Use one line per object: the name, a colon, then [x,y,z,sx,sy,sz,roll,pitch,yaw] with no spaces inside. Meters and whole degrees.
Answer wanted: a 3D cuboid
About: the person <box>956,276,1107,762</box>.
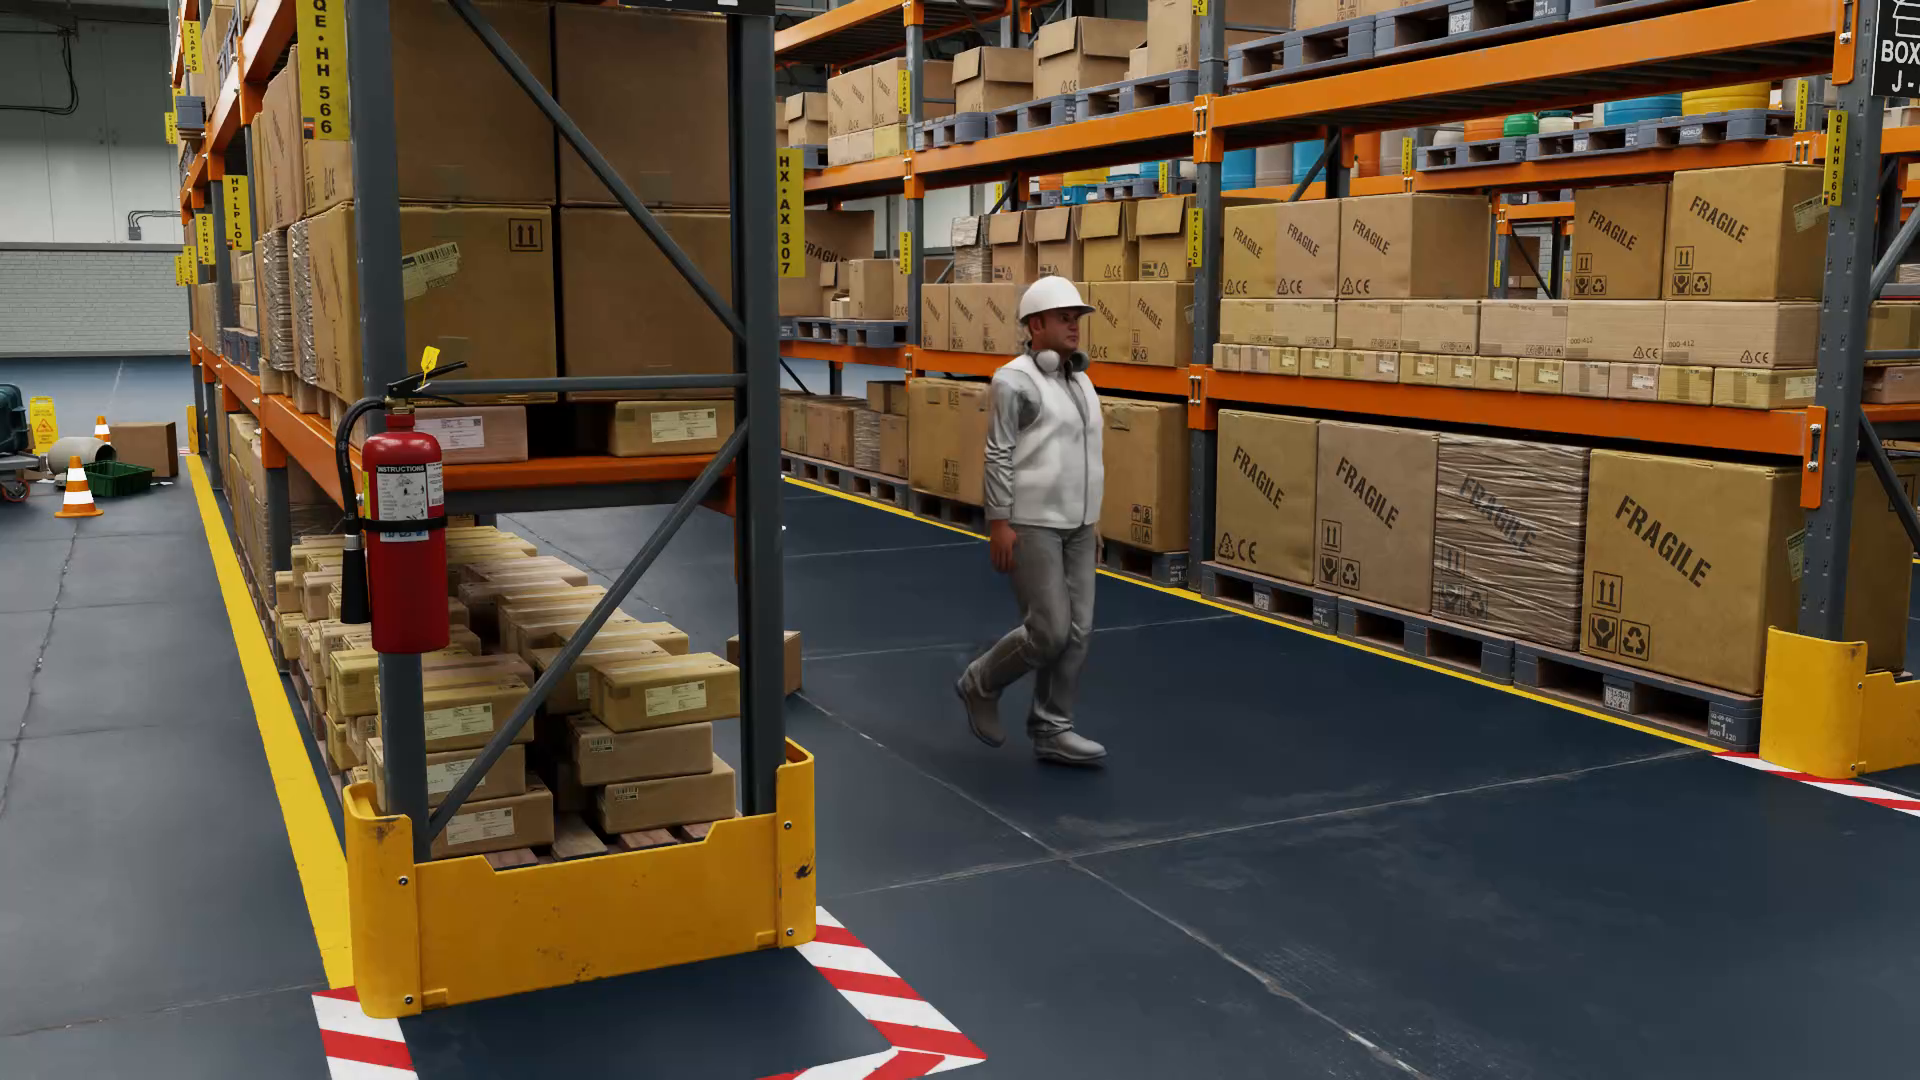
person: [0.274,-0.073,6.081,0.556,1.763,0.547,7,11,39]
